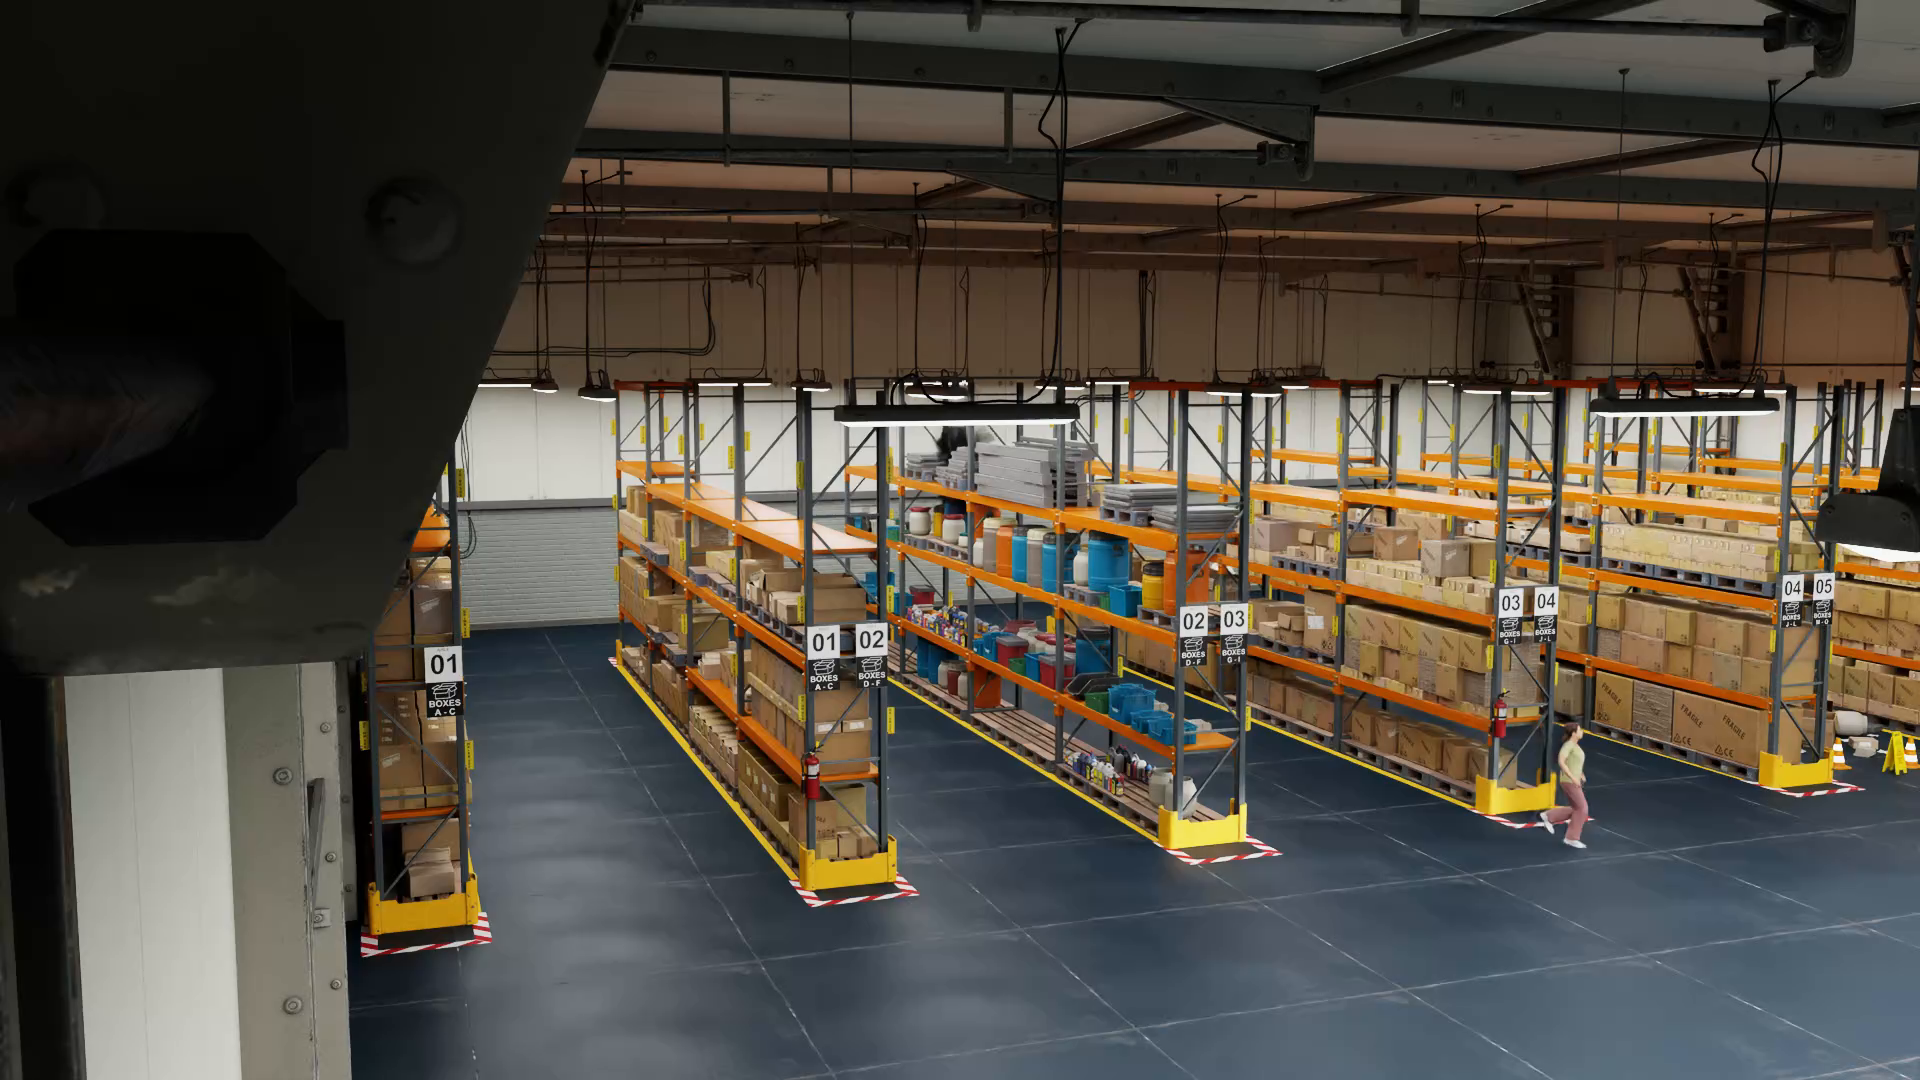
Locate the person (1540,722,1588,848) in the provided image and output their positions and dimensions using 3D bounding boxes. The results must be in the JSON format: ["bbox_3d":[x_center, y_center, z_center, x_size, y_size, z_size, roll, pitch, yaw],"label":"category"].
[{"bbox_3d":[8.075,3.218,22.040,0.565,1.636,0.610,4,7,30],"label":"person"}]

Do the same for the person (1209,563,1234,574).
[{"bbox_3d":[6.238,1.140,41.141,0.952,1.680,0.859,-1,6,-11],"label":"person"}]
